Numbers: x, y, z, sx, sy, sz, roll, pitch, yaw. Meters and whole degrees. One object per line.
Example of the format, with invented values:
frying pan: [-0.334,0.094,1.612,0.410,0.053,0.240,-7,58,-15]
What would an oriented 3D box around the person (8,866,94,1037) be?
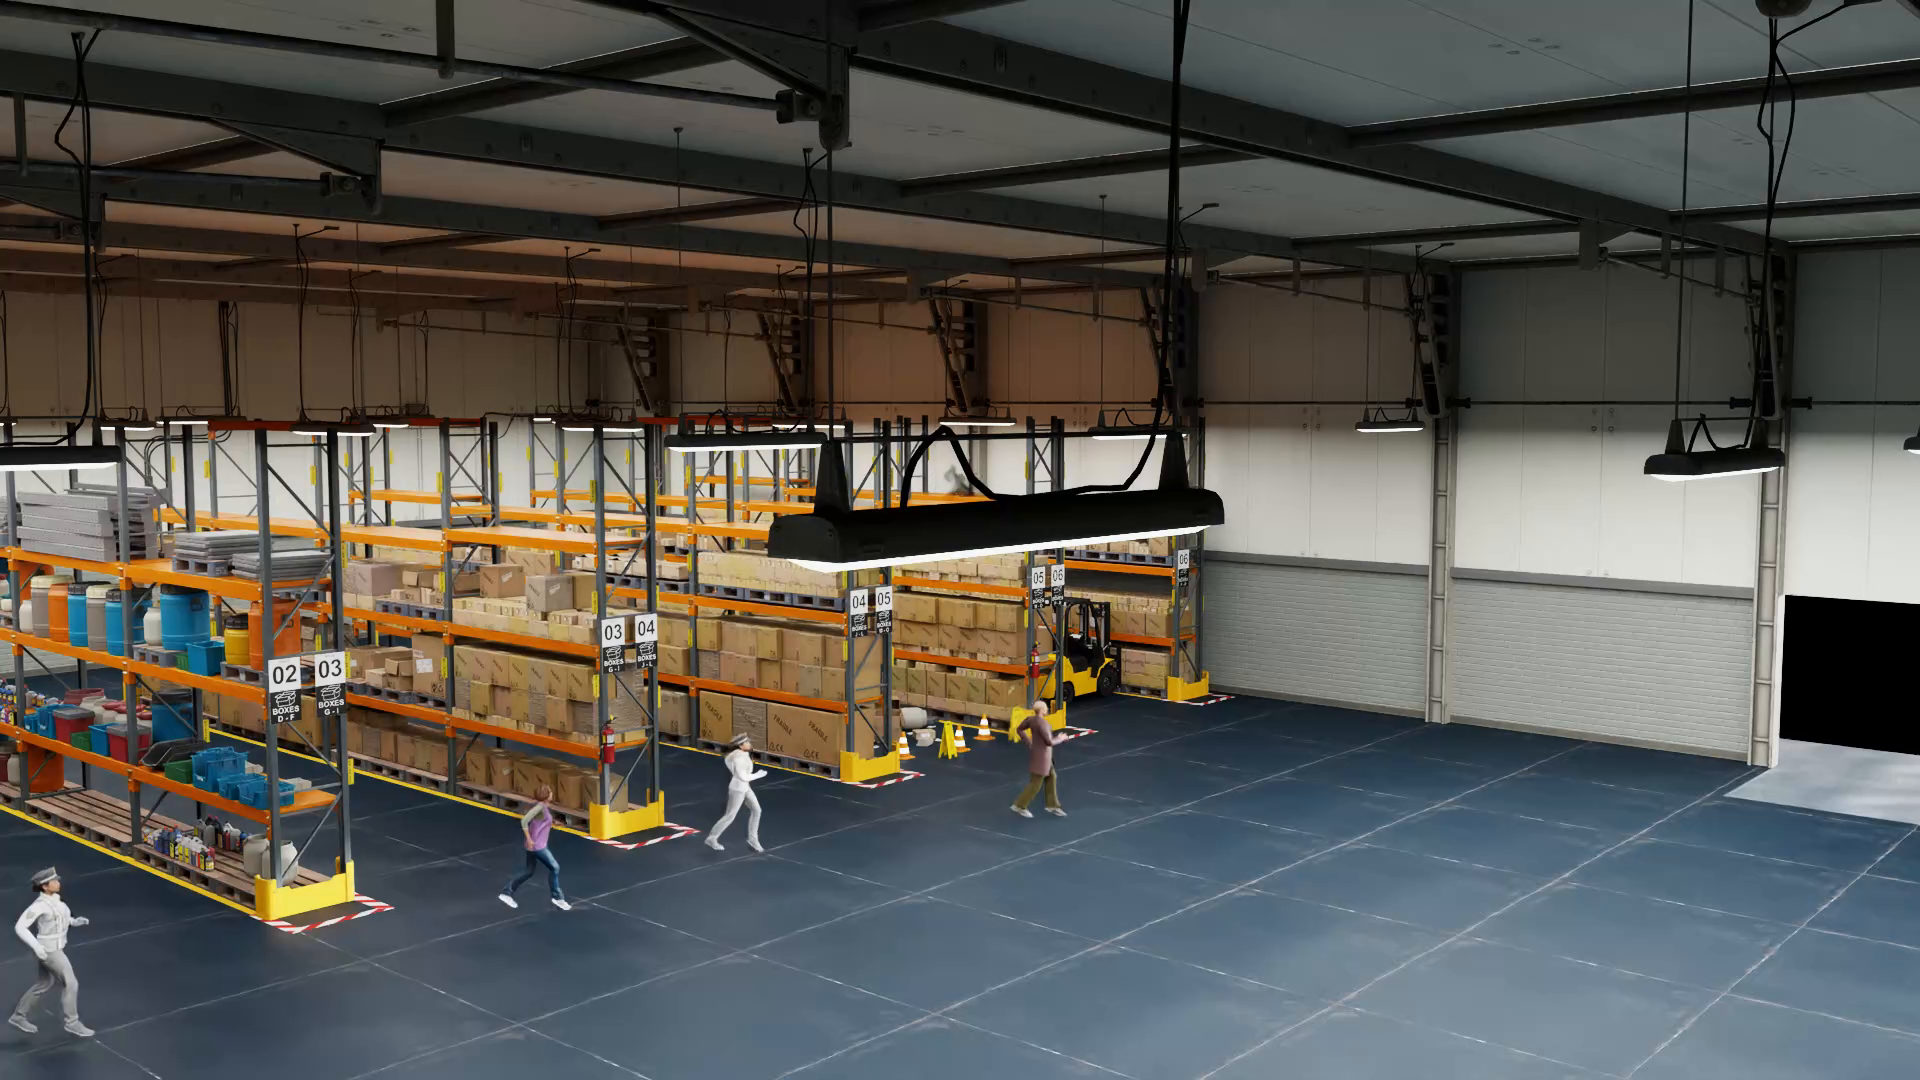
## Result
person: [-9.066,4.104,16.525,0.787,1.733,0.597,-2,5,-18]

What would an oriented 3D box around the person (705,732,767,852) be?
person: [-3.121,3.549,23.358,0.843,1.741,0.622,0,5,0]

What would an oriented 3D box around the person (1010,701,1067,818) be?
person: [1.203,3.337,25.160,0.929,1.832,0.677,-1,5,-12]

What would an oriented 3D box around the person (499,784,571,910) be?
person: [-5.269,3.827,20.572,0.878,1.619,0.556,-1,5,-17]
